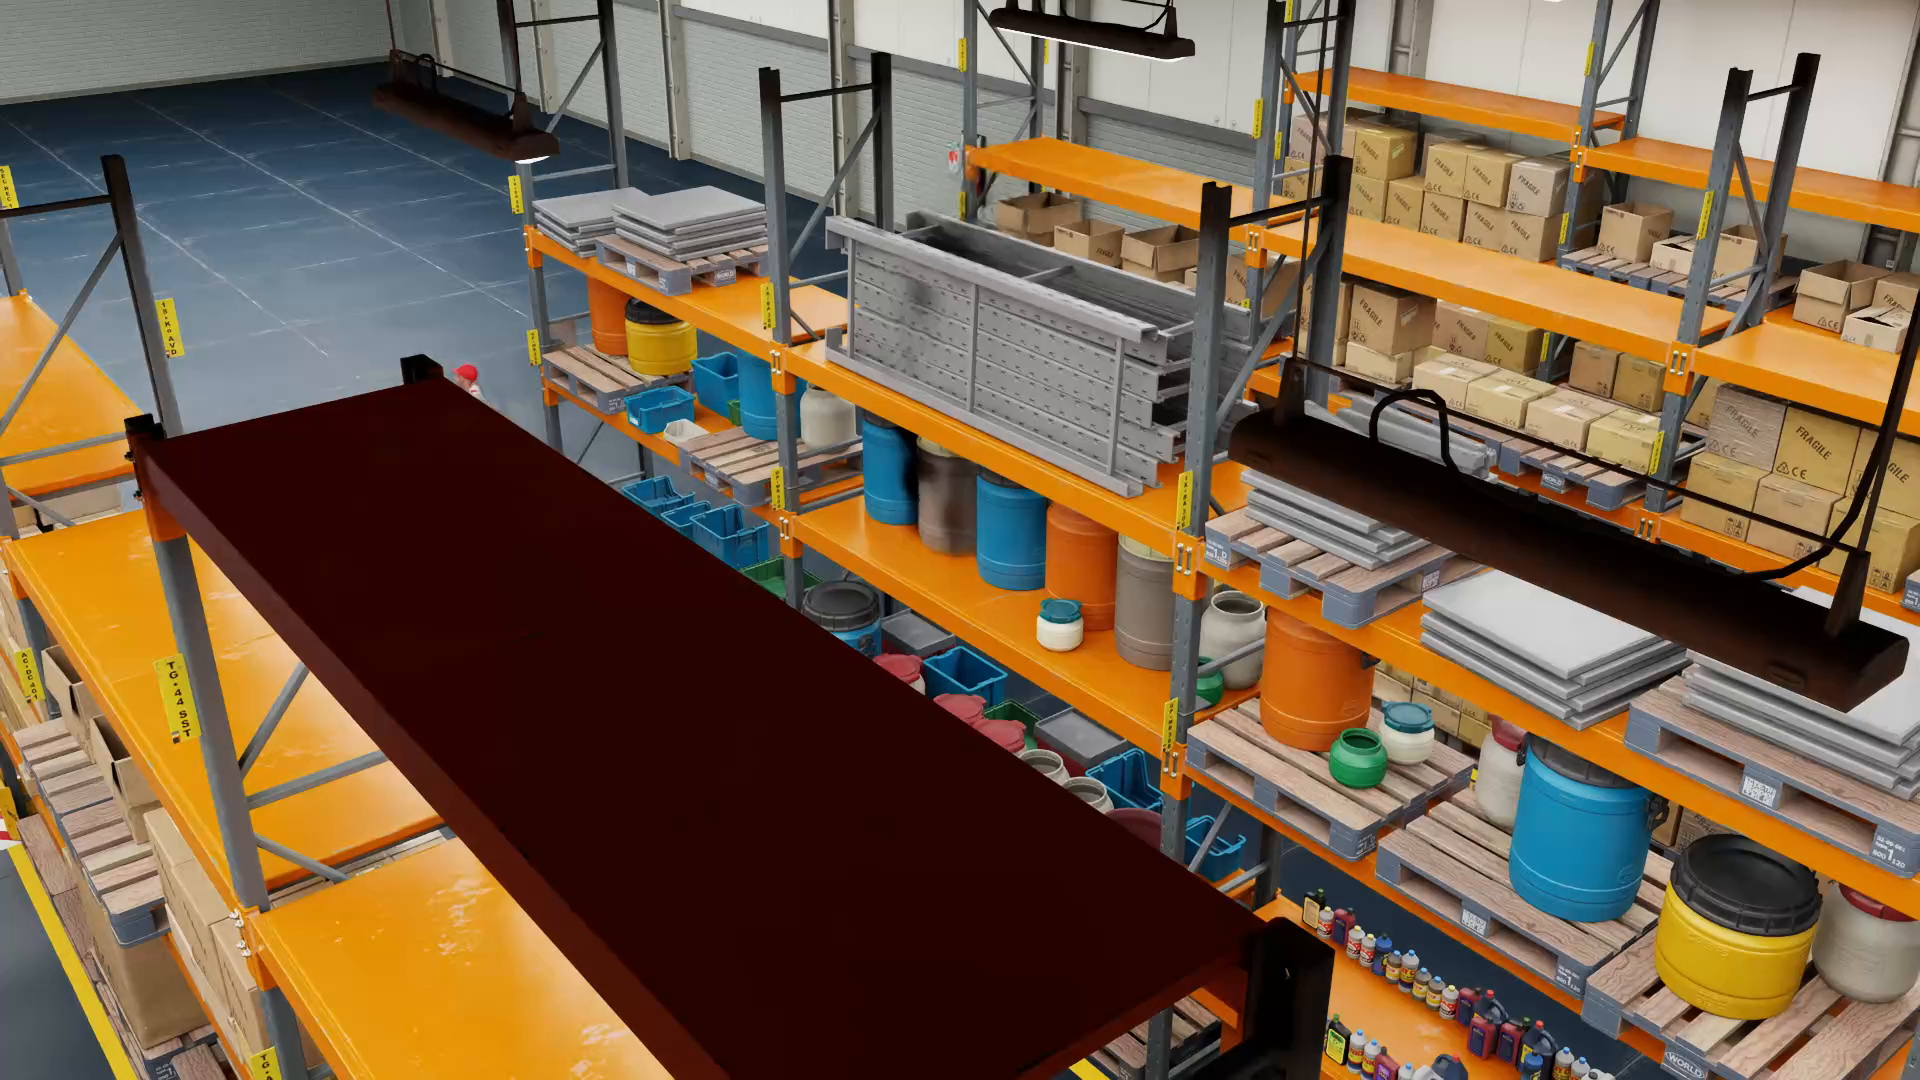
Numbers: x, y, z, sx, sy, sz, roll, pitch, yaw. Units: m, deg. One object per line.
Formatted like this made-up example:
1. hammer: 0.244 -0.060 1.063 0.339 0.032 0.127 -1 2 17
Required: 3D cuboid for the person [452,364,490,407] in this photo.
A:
1. person: -5.390 -1.138 18.617 1.143 1.776 0.626 -5 26 -10
